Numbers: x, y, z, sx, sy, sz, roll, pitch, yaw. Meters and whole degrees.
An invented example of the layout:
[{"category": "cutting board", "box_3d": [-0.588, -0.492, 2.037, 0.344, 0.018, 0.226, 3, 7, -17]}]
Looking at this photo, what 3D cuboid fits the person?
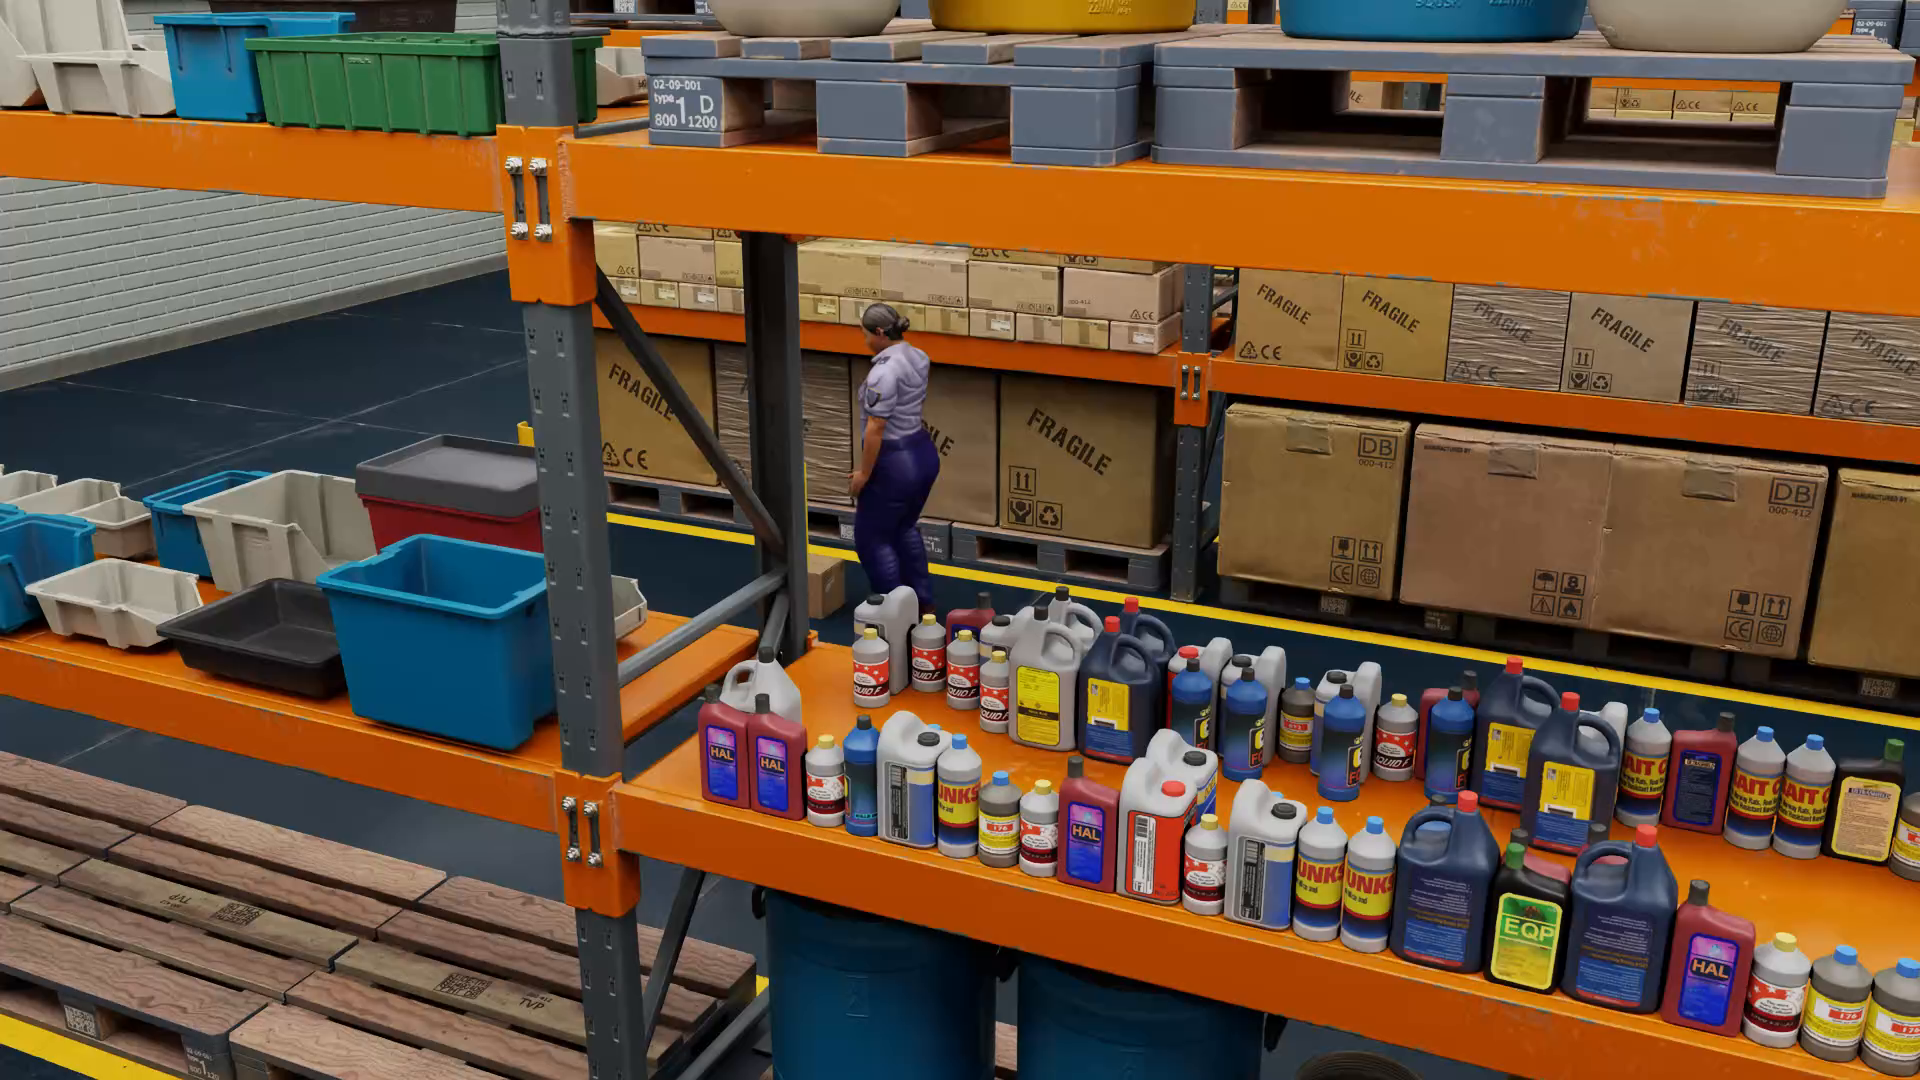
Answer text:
[{"category": "person", "box_3d": [-0.321, -0.325, 8.111, 0.384, 1.603, 0.493, 9, 21, 24]}]
